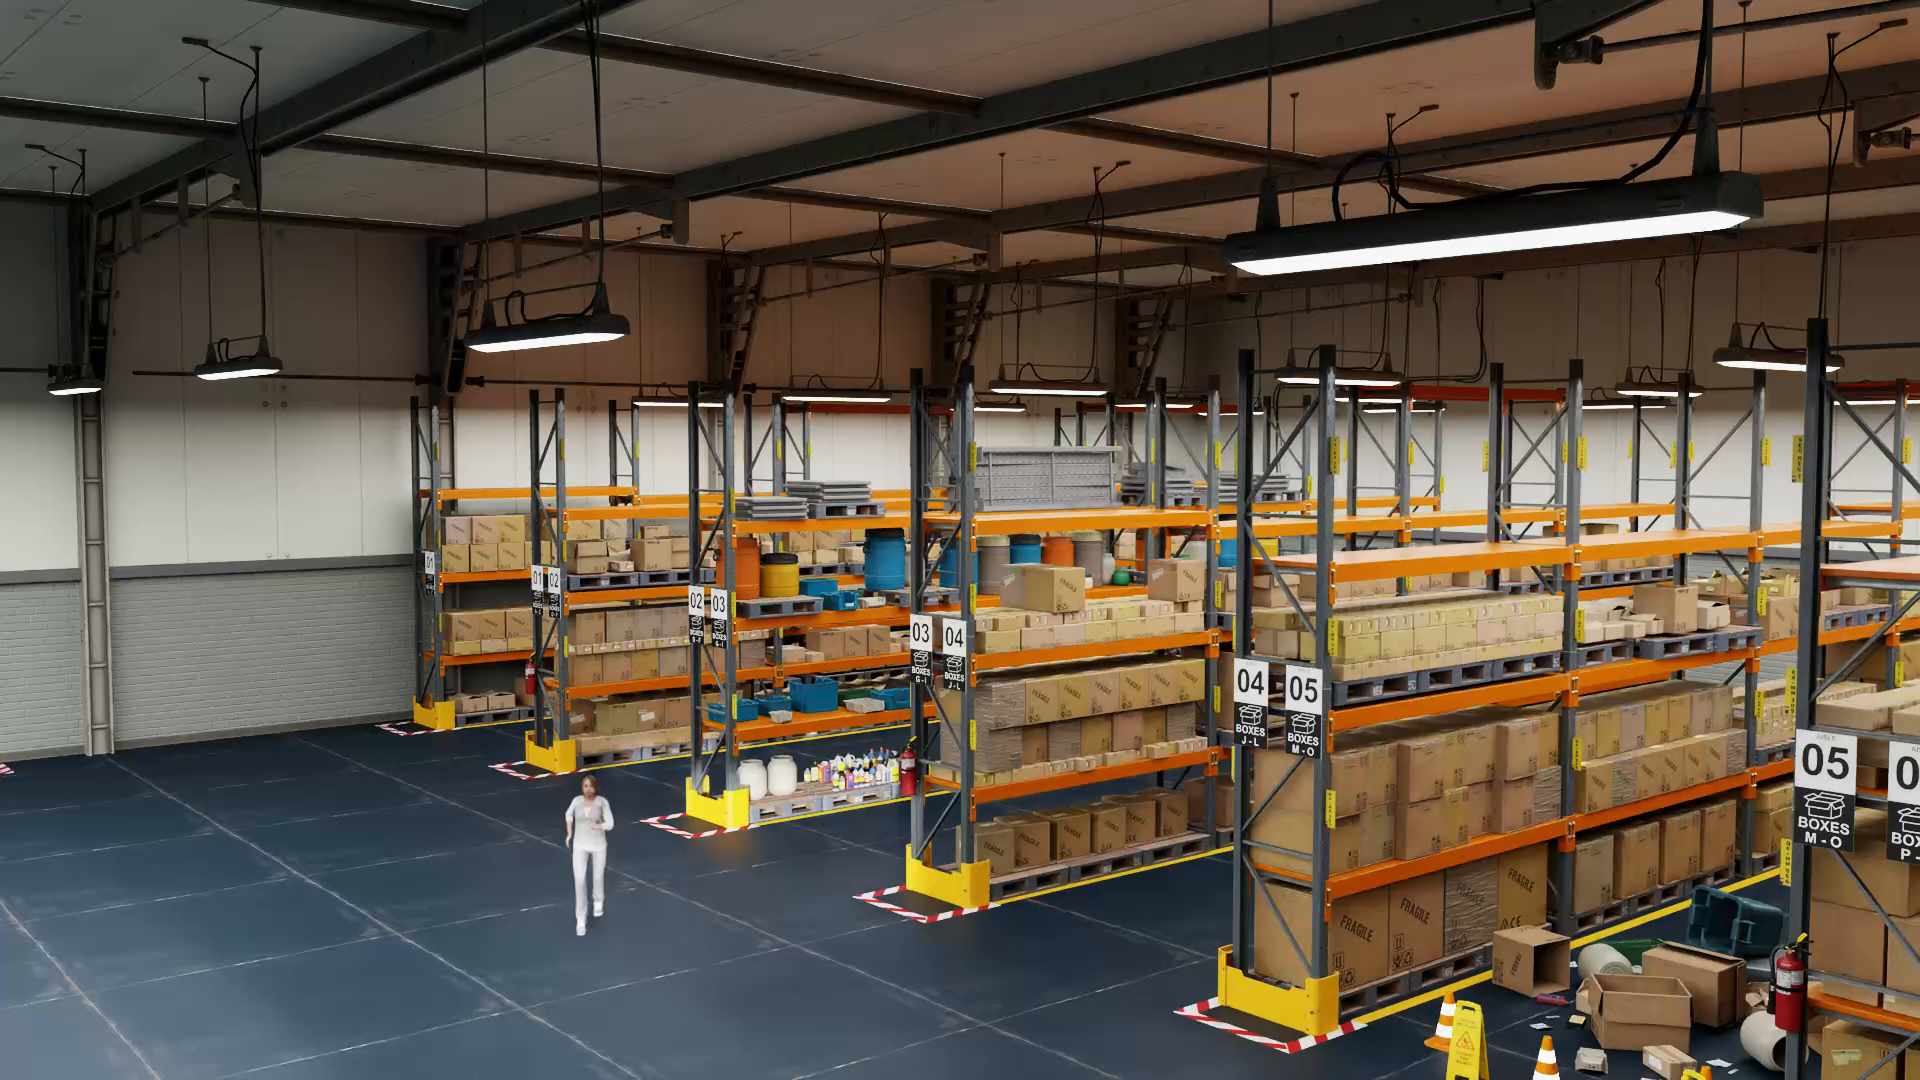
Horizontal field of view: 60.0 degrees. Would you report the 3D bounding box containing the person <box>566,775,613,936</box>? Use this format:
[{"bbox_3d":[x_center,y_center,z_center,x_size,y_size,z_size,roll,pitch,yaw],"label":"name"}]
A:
[{"bbox_3d":[-3.946,3.314,17.720,0.515,1.619,0.740,-1,3,-9],"label":"person"}]
